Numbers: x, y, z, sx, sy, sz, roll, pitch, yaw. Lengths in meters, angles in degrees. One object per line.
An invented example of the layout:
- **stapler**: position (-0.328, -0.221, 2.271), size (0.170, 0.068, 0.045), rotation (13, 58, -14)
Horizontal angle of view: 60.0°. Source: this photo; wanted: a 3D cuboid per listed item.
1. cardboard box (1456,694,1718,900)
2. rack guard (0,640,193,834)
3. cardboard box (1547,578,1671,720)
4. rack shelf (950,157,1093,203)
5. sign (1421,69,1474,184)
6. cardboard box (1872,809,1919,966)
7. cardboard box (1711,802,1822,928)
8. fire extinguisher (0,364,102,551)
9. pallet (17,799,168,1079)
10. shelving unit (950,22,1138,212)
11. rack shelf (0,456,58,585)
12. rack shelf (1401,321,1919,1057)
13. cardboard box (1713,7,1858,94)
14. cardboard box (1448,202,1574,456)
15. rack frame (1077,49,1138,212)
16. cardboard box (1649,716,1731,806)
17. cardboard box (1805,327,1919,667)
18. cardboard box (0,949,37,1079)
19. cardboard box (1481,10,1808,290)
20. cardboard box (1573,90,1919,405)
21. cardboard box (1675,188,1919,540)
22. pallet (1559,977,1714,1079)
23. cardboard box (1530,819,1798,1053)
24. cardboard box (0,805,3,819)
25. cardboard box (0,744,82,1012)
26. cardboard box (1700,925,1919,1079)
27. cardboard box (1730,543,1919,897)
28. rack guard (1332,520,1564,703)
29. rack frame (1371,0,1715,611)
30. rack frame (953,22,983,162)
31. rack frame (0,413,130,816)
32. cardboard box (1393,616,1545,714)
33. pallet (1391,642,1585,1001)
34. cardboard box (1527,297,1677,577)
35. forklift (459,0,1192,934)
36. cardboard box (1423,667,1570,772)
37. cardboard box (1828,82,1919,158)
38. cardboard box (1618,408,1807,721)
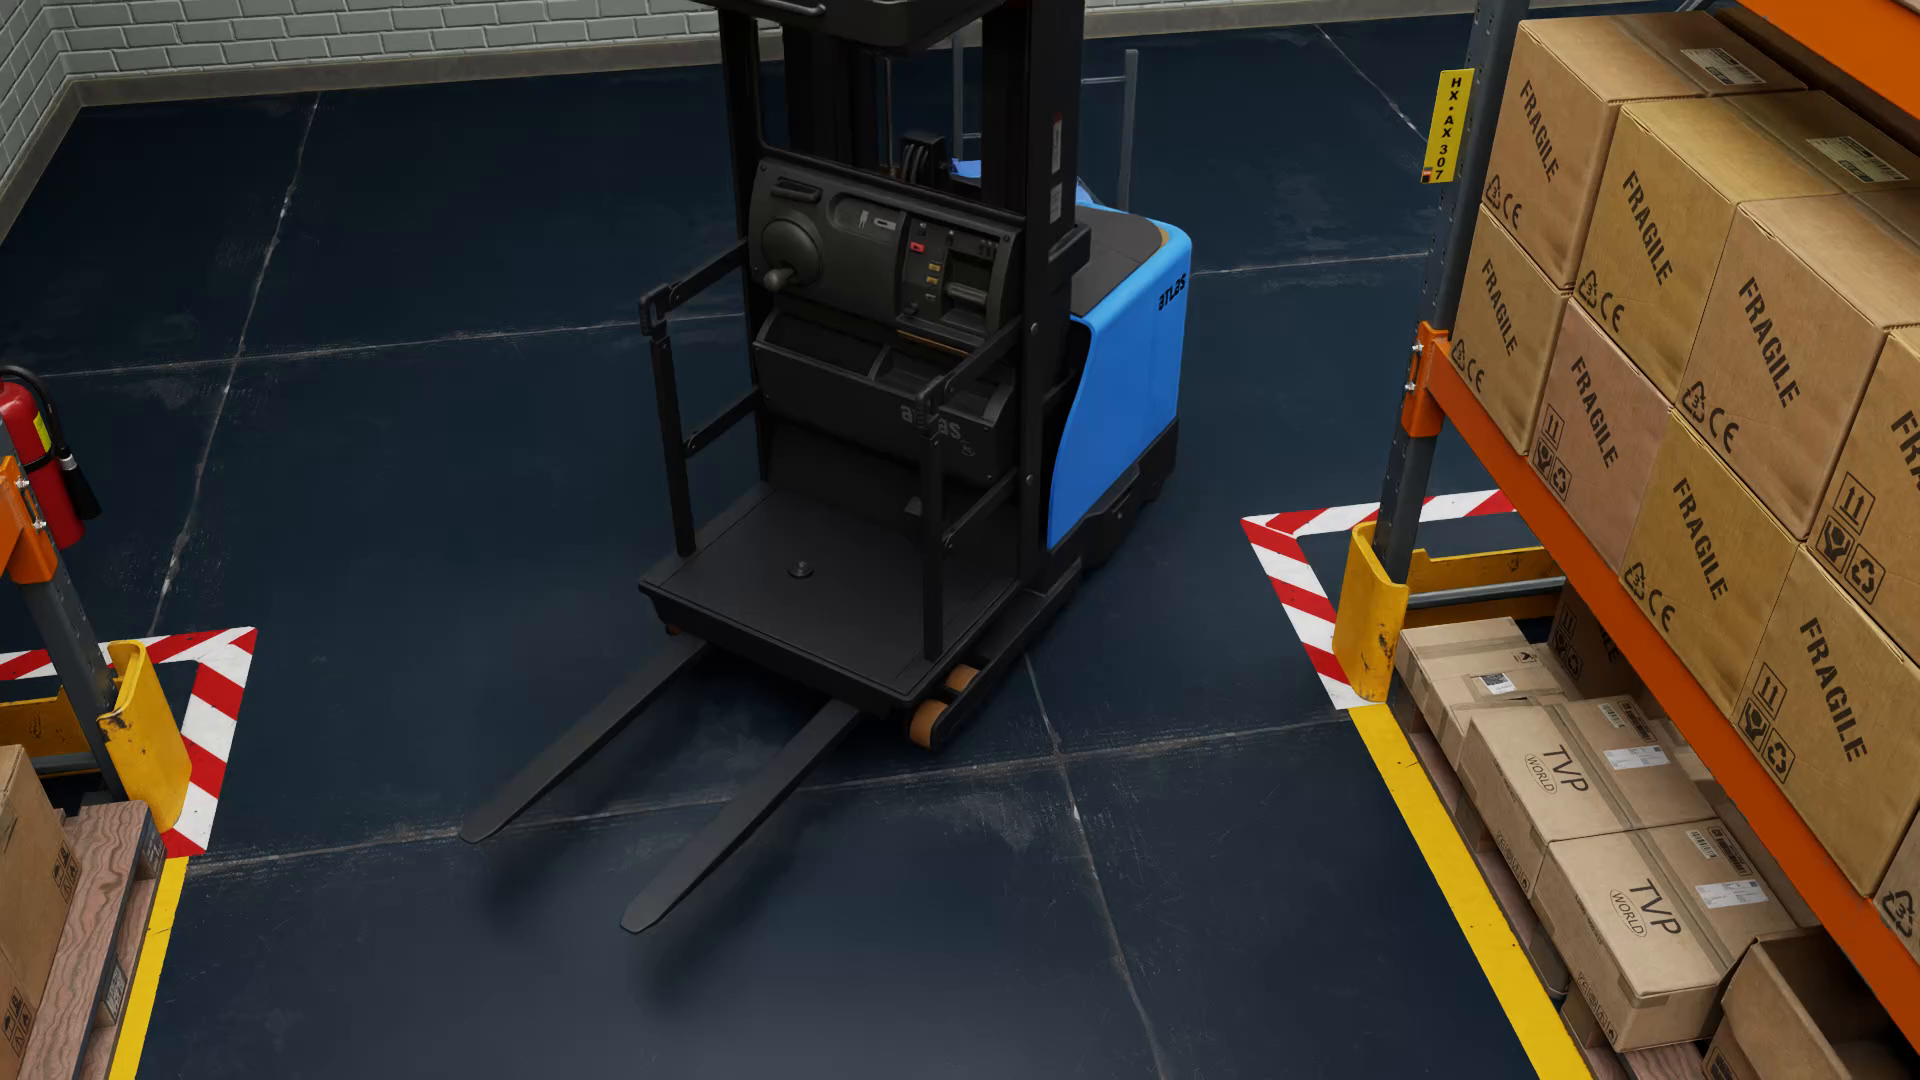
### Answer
- **cardboard box**: position (1.775, 0.726, 4.753), size (0.500, 0.250, 0.500), rotation (-6, 38, -8)
- **rack guard**: position (-3.009, 0.660, 4.992), size (1.175, 0.500, 0.348), rotation (-6, 38, -8)
- **cardboard box**: position (2.209, 0.268, 5.139), size (0.500, 0.500, 0.500), rotation (-6, 38, -8)
- **rack shelf**: position (0.313, -1.347, 7.055), size (0.538, 0.185, 1.000), rotation (-7, 38, -9)
- **sign**: position (1.337, -1.131, 4.555), size (0.100, 0.325, 0.005), rotation (-6, 38, -8)
- **cardboard box**: position (2.048, 0.634, 2.908), size (0.500, 0.500, 0.500), rotation (-5, 38, -7)
- **cardboard box**: position (2.346, 0.944, 4.473), size (0.500, 0.250, 0.500), rotation (-6, 38, -8)
- **fire extinguisher**: position (-2.577, -0.275, 4.526), size (0.296, 0.674, 0.183), rotation (-6, 38, -8)
- **pallet**: position (-2.788, 1.264, 4.452), size (1.003, 0.211, 1.213), rotation (-6, 38, -8)
- **shelving unit**: position (0.313, -1.489, 6.944), size (0.538, 1.500, 1.048), rotation (-7, 38, -9)
- **rack shelf**: position (-2.654, 1.180, 2.873), size (1.077, 0.370, 4.000), rotation (-6, 38, -8)
- **rack shelf**: position (2.222, 0.645, 3.561), size (1.077, 0.370, 4.000), rotation (-6, 38, -8)
- **cardboard box**: position (2.220, -1.042, 4.250), size (0.500, 0.500, 0.500), rotation (-7, 38, -8)
- **cardboard box**: position (1.690, -0.590, 4.483), size (0.500, 0.500, 0.500), rotation (-5, 38, -7)
- **rack frame**: position (0.408, -1.183, 6.550), size (0.500, 1.500, 0.032), rotation (-7, 38, -9)
- **cardboard box**: position (2.192, 0.654, 4.914), size (0.380, 0.166, 0.250), rotation (-6, 38, -8)
- **cardboard box**: position (1.962, -0.061, 2.987), size (0.500, 0.500, 0.500), rotation (-7, 38, -8)
- **cardboard box**: position (-2.696, 1.223, 3.926), size (0.700, 0.500, 0.500), rotation (-6, 38, -8)
- **cardboard box**: position (1.690, -0.985, 4.177), size (0.500, 0.500, 0.500), rotation (-5, 38, -7)
- **cardboard box**: position (1.789, -0.670, 3.771), size (0.500, 0.500, 0.500), rotation (-6, 38, -7)
- **cardboard box**: position (1.872, -0.368, 3.382), size (0.500, 0.500, 0.500), rotation (-6, 38, -7)
- **pallet**: position (2.236, 1.517, 4.126), size (1.003, 0.211, 1.213), rotation (-6, 38, -8)
- **cardboard box**: position (1.863, 1.028, 4.365), size (0.500, 0.250, 0.500), rotation (-6, 38, -8)
- **cardboard box**: position (-2.582, 0.723, 4.041), size (0.380, 0.149, 0.250), rotation (-7, 38, -8)
- **cardboard box**: position (-2.784, 0.921, 4.315), size (0.700, 0.500, 0.500), rotation (-6, 38, -8)
- **cardboard box**: position (2.238, 1.247, 3.877), size (0.797, 0.503, 0.637), rotation (-6, 38, -8)
- **cardboard box**: position (1.956, 0.326, 3.304), size (0.500, 0.500, 0.500), rotation (-6, 38, -7)
- **rack guard**: position (1.885, 0.186, 5.603), size (1.175, 0.500, 0.348), rotation (-6, 38, -8)
- **rack frame**: position (1.871, -0.847, 4.896), size (1.000, 3.000, 0.127), rotation (-6, 38, -8)
- **rack frame**: position (0.217, -1.796, 7.339), size (0.500, 1.500, 0.032), rotation (-7, 38, -9)
- **rack frame**: position (-3.005, -0.312, 4.207), size (1.000, 3.000, 0.127), rotation (-6, 38, -8)
- **cardboard box**: position (1.606, 0.395, 5.262), size (0.380, 0.149, 0.250), rotation (-6, 38, -8)
- **pallet**: position (2.025, 0.781, 5.072), size (1.003, 0.211, 1.213), rotation (-6, 38, -8)
- **cardboard box**: position (1.785, -0.279, 4.083), size (0.500, 0.500, 0.500), rotation (-7, 38, -8)
- **forklift**: position (-0.362, -0.808, 4.901), size (1.130, 2.935, 3.031), rotation (21, 42, 25)
- **cardboard box**: position (1.650, 0.539, 5.062), size (0.380, 0.166, 0.250), rotation (-6, 38, -8)
- **cardboard box**: position (2.310, -0.737, 3.858), size (0.500, 0.500, 0.500), rotation (-5, 38, -7)
- **cardboard box**: position (1.870, 0.024, 3.692), size (0.500, 0.500, 0.500), rotation (-6, 38, -8)
